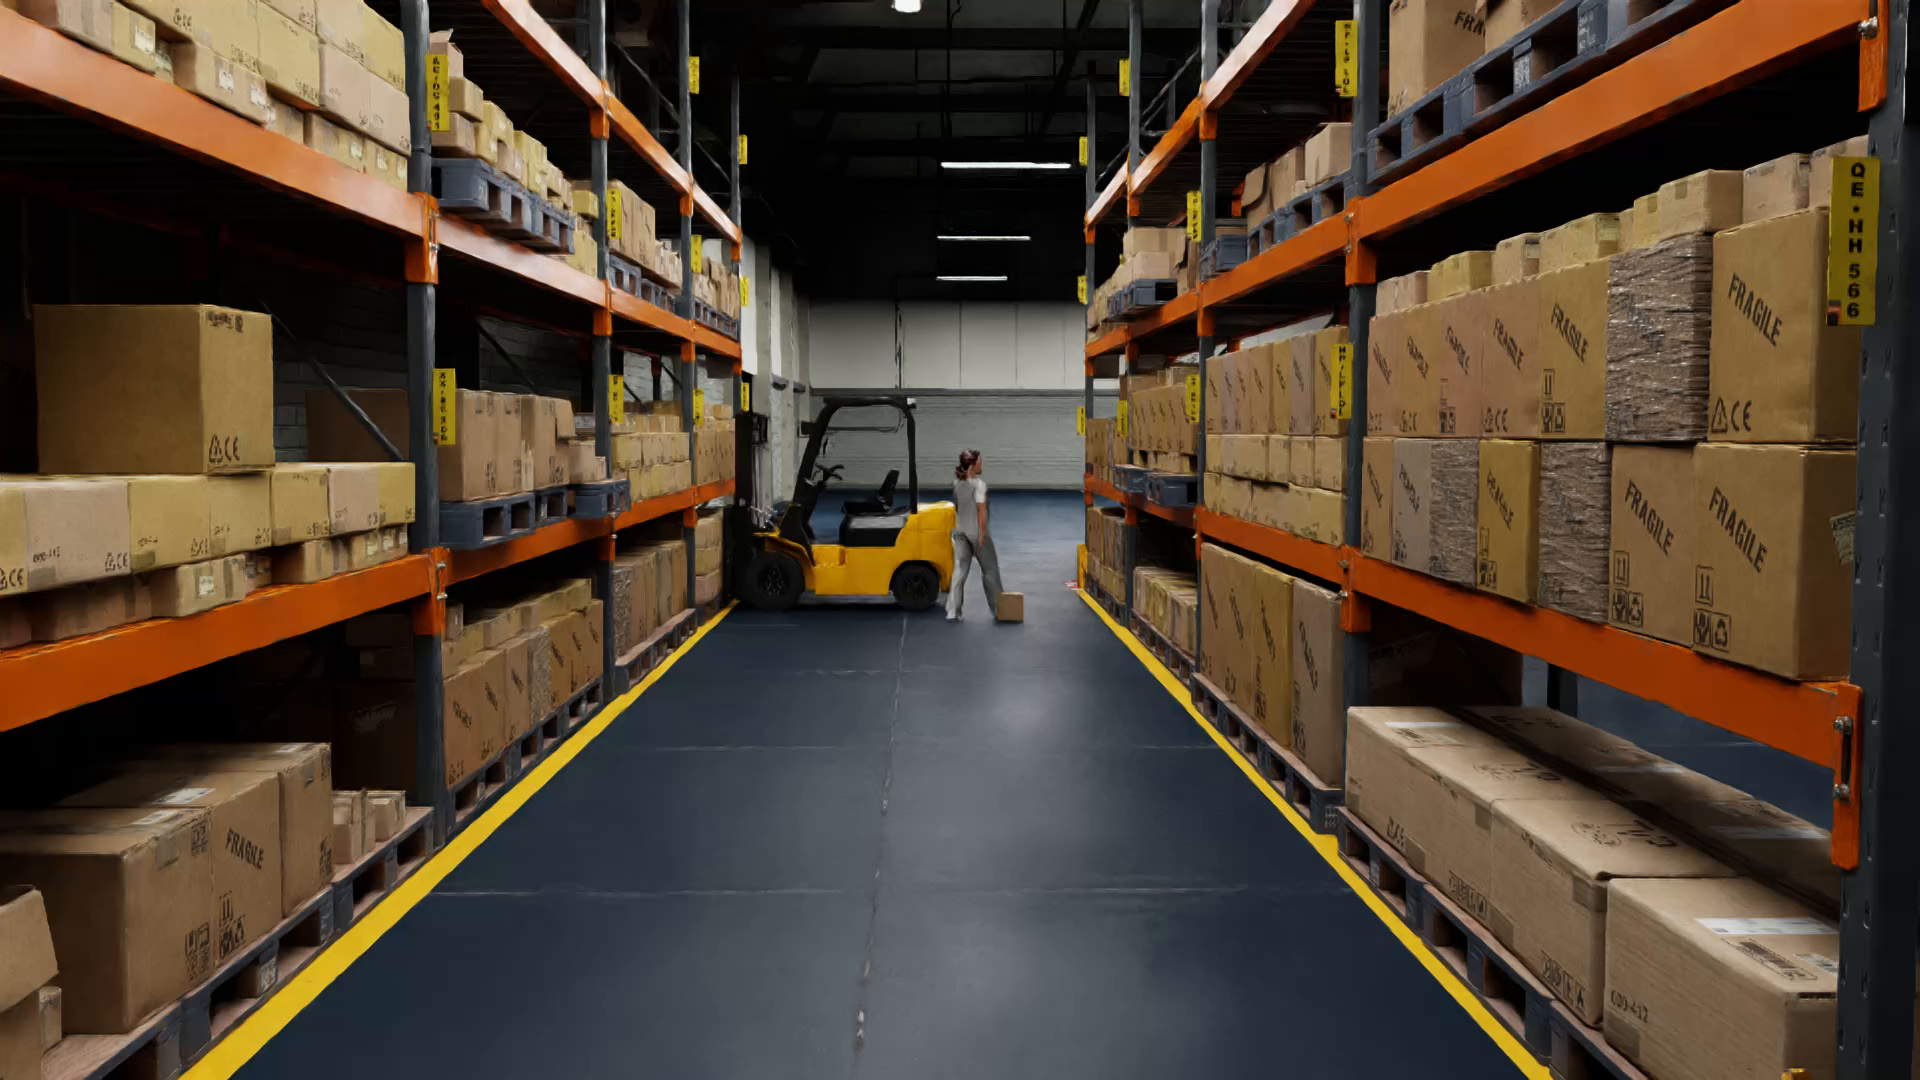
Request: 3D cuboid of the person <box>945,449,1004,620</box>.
[{"bbox_3d":[0.182,-0.064,15.944,0.490,1.620,0.931,3,5,40],"label":"person"}]
